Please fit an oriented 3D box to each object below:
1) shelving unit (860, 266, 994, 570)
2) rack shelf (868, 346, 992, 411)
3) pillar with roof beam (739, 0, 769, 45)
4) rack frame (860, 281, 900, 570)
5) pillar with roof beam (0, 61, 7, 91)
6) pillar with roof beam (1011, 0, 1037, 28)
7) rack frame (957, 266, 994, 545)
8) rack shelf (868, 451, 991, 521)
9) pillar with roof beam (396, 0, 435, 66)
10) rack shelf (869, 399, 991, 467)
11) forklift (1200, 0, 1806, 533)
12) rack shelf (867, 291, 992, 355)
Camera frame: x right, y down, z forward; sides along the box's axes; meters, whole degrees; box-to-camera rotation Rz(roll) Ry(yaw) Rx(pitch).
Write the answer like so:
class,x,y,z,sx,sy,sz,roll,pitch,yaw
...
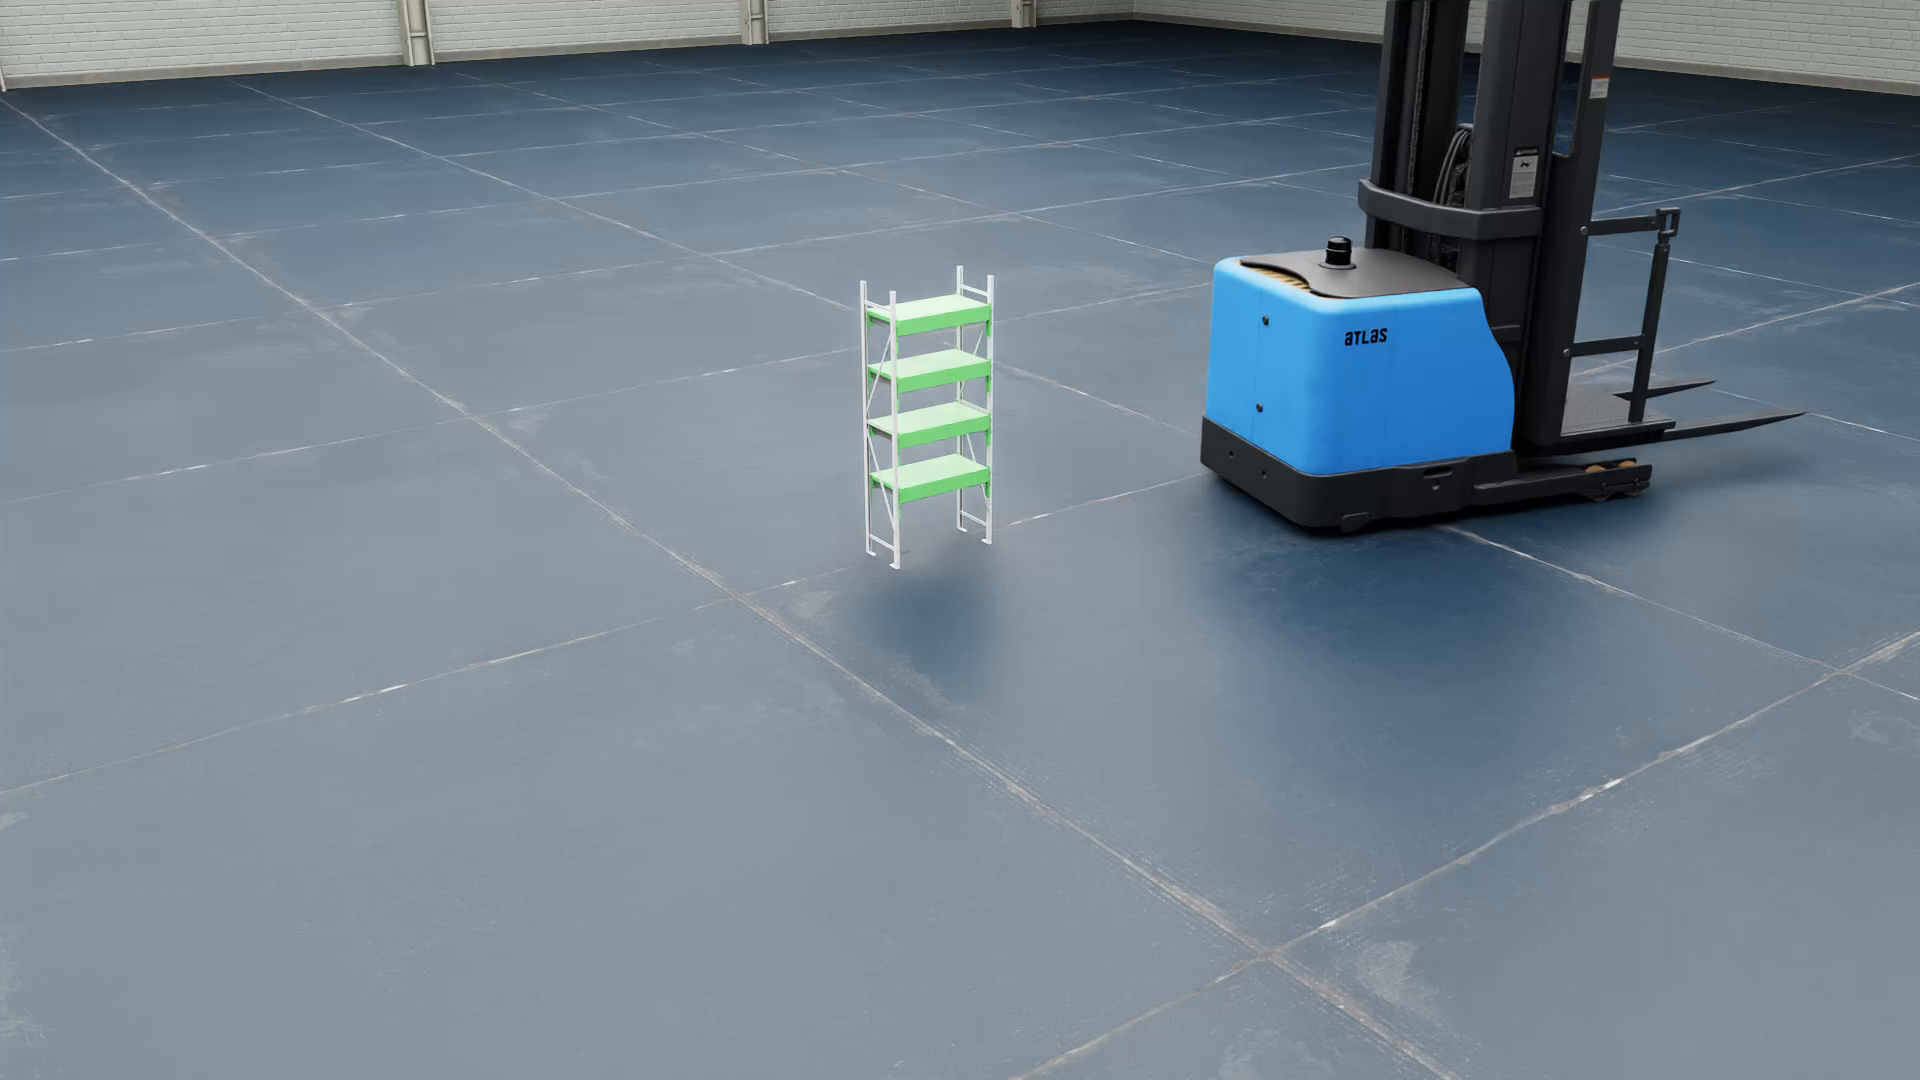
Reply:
class,x,y,z,sx,sy,sz,roll,pitch,yaw
shelving unit,-0.134,-0.521,7.084,0.503,1.200,0.258,-15,26,-33
rack shelf,-0.134,-0.685,7.019,0.480,0.148,0.258,-15,26,-33
pillar with roof beam,-1.109,-11.660,24.475,0.400,9.000,9.100,-15,26,-33
rack frame,-0.332,-0.469,6.952,0.015,1.200,0.240,-15,26,-33
pillar with roof beam,-10.850,-9.063,17.966,0.400,9.000,9.100,-15,26,-33
pillar with roof beam,3.761,-12.959,27.730,0.400,9.000,9.100,-15,26,-33
rack frame,0.064,-0.574,7.217,0.015,1.200,0.240,-15,26,-33
rack shelf,-0.134,-0.239,7.197,0.480,0.148,0.258,-15,26,-33
pillar with roof beam,-5.980,-10.361,21.220,0.400,9.000,9.100,-15,26,-33
rack shelf,-0.134,-0.462,7.108,0.480,0.148,0.258,-15,26,-33
forklift,2.750,-1.718,7.747,3.031,2.935,1.130,-8,23,-19
rack shelf,-0.134,-0.908,6.930,0.480,0.148,0.258,-15,26,-33
